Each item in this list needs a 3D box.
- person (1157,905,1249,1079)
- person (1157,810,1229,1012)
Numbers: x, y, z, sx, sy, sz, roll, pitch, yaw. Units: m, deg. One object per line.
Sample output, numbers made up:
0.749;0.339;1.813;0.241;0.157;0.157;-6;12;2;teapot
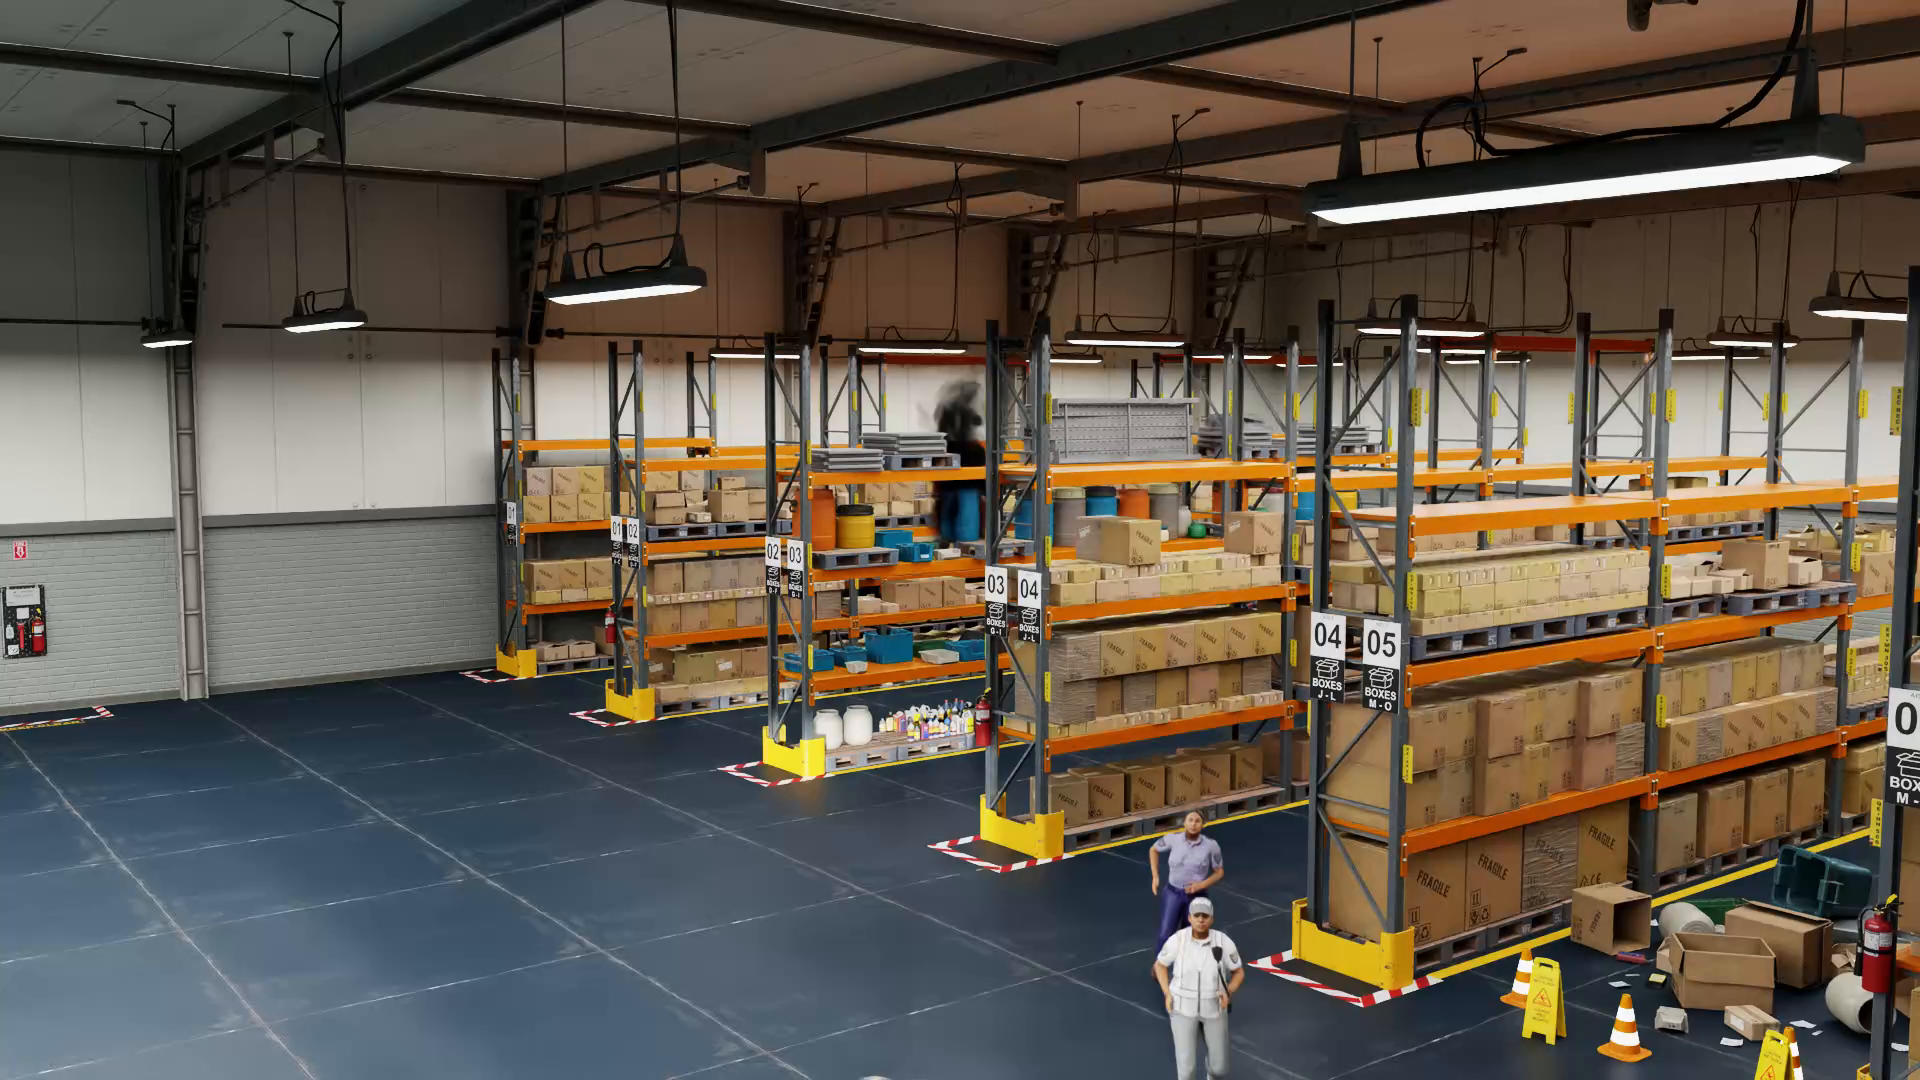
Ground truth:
1.671;3.341;11.453;0.626;1.636;0.609;1;5;8;person
1.971;3.123;14.174;0.593;1.695;0.696;1;5;8;person
